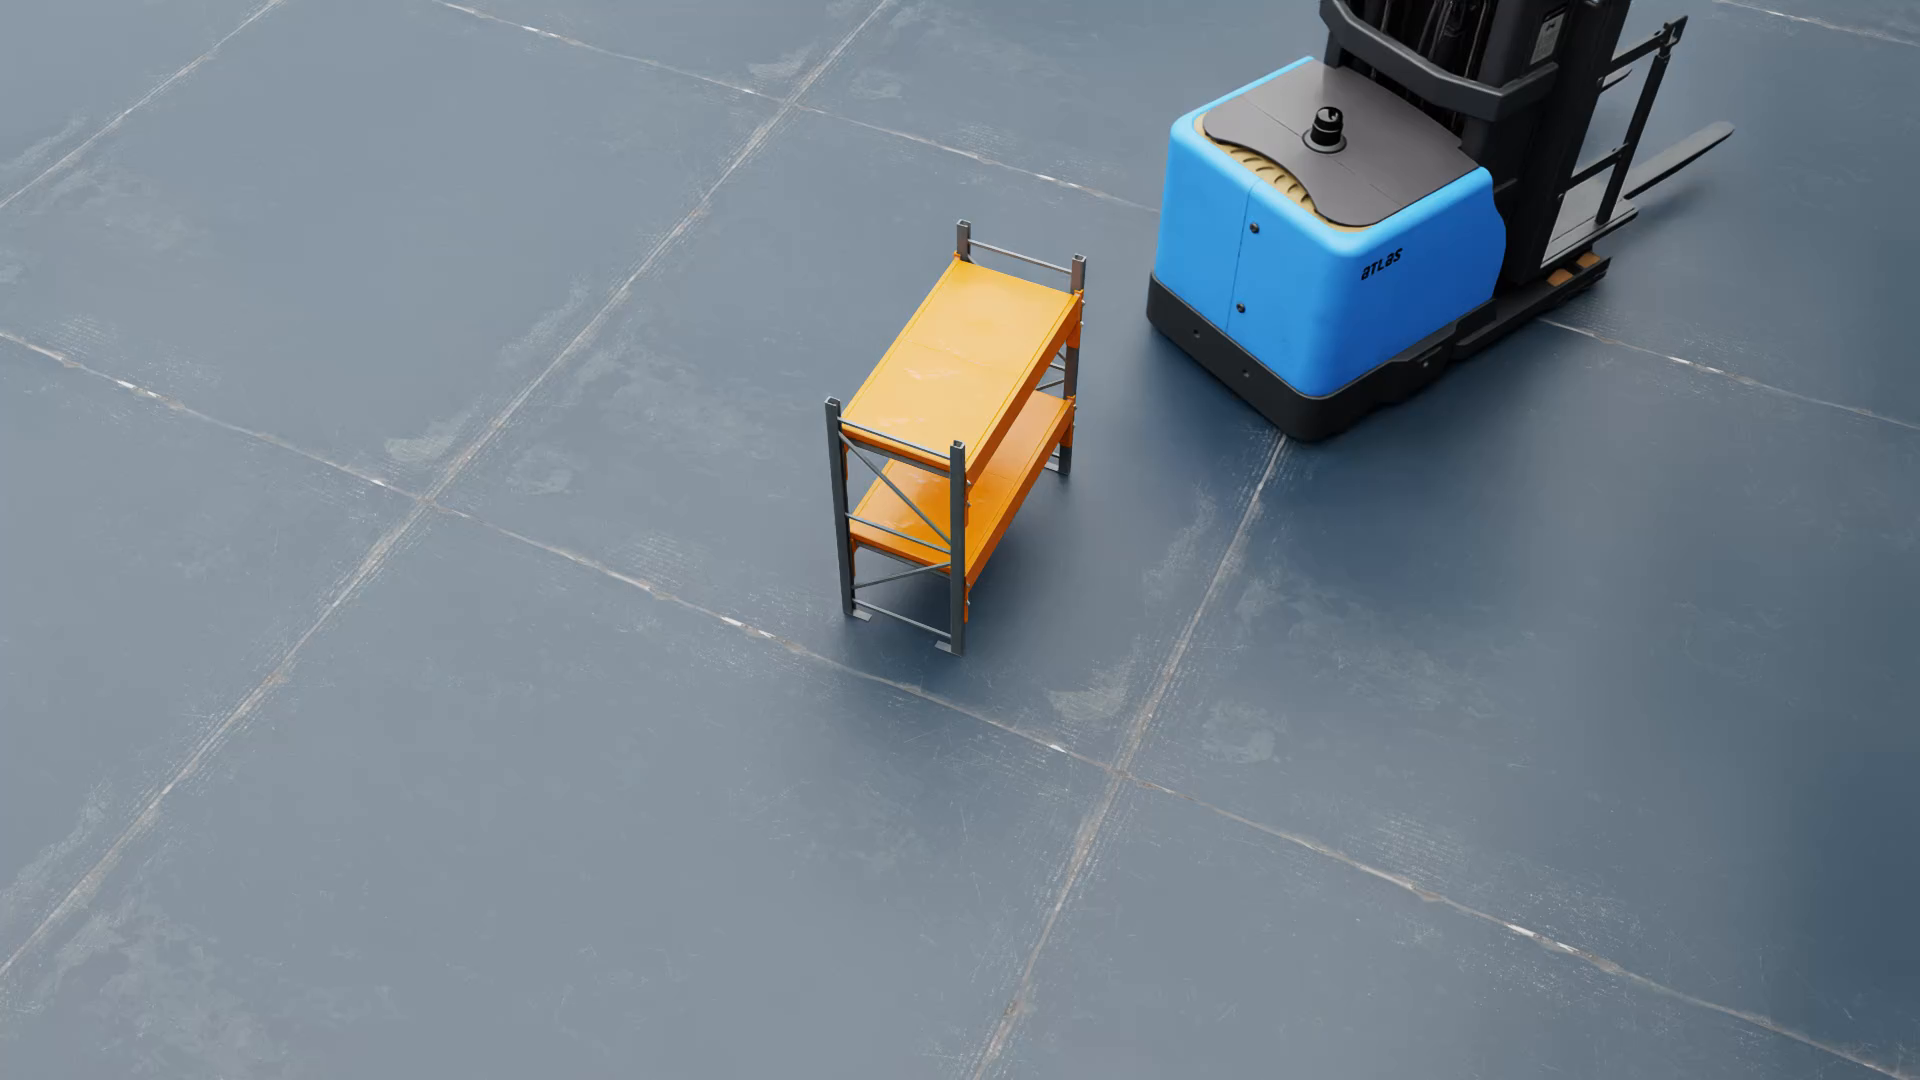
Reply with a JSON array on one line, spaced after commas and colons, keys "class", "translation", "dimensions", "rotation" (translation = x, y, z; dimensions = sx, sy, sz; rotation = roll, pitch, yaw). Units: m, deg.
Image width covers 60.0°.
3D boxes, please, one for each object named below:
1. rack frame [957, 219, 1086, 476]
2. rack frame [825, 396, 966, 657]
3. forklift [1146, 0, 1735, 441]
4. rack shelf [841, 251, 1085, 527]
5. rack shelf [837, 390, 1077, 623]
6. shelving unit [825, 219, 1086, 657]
[{"class": "rack frame", "translation": [0.220, -0.719, 6.439], "dimensions": [0.500, 1.125, 0.032], "rotation": [20, 52, 16]}, {"class": "rack frame", "translation": [-0.214, -0.019, 5.843], "dimensions": [0.500, 1.125, 0.032], "rotation": [20, 52, 16]}, {"class": "forklift", "translation": [2.301, -2.291, 6.590], "dimensions": [3.031, 2.935, 1.130], "rotation": [-30, 56, -23]}, {"class": "rack shelf", "translation": [0.003, -0.559, 5.918], "dimensions": [0.538, 0.278, 1.000], "rotation": [20, 52, 16]}, {"class": "rack shelf", "translation": [0.003, -0.211, 6.327], "dimensions": [0.538, 0.278, 1.000], "rotation": [20, 52, 16]}, {"class": "shelving unit", "translation": [0.003, -0.369, 6.141], "dimensions": [0.538, 1.125, 1.048], "rotation": [20, 52, 16]}]
